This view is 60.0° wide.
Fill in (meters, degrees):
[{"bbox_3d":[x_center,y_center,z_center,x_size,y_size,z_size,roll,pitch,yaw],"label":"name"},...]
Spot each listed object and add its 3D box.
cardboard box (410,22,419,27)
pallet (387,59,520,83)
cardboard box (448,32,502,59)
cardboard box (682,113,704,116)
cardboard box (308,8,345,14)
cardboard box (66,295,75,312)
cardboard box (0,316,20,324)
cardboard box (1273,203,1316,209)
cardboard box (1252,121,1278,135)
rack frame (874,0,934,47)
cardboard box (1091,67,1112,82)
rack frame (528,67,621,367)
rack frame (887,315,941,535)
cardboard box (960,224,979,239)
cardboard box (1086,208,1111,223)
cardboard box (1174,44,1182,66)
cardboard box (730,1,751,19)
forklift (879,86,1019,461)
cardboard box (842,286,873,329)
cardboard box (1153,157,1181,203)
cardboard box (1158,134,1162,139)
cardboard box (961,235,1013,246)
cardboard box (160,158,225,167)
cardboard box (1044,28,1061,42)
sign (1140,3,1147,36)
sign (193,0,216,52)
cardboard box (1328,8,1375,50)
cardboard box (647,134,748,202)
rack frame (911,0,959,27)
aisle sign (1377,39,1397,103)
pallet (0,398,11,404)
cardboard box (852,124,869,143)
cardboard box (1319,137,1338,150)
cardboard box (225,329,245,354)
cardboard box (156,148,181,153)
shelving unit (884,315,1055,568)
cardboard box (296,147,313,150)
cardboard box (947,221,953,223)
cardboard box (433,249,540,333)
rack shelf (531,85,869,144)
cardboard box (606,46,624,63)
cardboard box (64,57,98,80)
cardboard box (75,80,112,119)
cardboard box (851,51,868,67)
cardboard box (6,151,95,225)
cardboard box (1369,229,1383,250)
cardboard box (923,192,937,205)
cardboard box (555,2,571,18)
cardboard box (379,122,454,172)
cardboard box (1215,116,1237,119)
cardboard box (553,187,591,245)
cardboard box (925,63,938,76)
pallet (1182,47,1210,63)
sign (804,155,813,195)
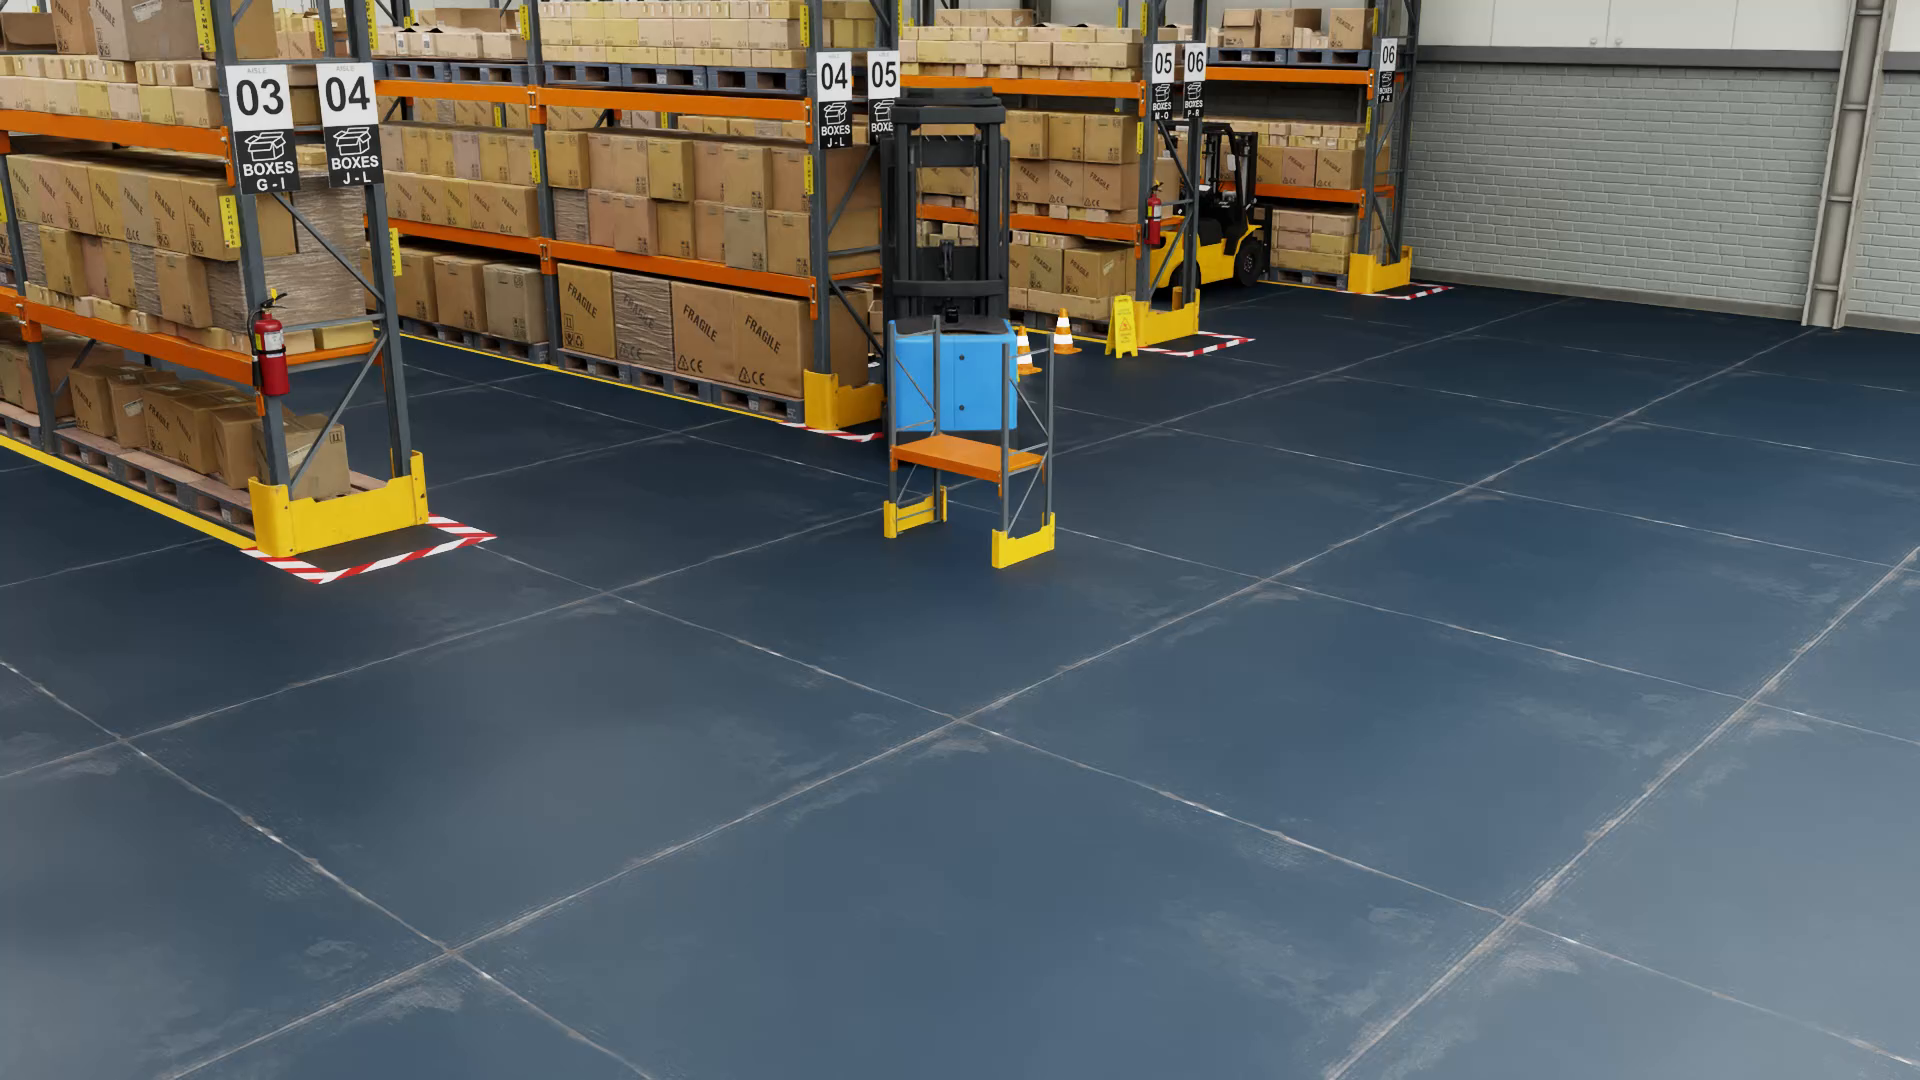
[{"bbox_3d":[-8.581,-8.231,26.916,0.500,0.311,0.500,16,23,40],"label":"cardboard box"},{"bbox_3d":[-5.539,-5.159,18.263,1.213,0.211,1.003,16,24,42],"label":"pallet"},{"bbox_3d":[-4.972,-5.162,17.348,0.500,0.250,0.500,15,23,39],"label":"cardboard box"},{"bbox_3d":[-3.891,-5.980,23.676,0.500,0.500,0.500,14,22,37],"label":"cardboard box"},{"bbox_3d":[-7.616,-6.292,20.091,0.258,0.266,0.396,15,23,39],"label":"cardboard box"},{"bbox_3d":[-6.732,-1.880,12.991,0.250,0.149,0.380,15,23,39],"label":"cardboard box"},{"bbox_3d":[-9.324,-1.839,15.852,0.500,0.500,0.700,13,22,35],"label":"cardboard box"},{"bbox_3d":[4.615,-4.526,23.114,0.500,0.250,0.500,15,23,39],"label":"cardboard box"},{"bbox_3d":[4.163,-5.575,22.490,0.250,0.149,0.380,16,23,40],"label":"cardboard box"},{"bbox_3d":[-0.692,-7.357,19.918,0.127,3.000,1.000,15,23,39],"label":"rack frame"},{"bbox_3d":[1.639,-5.056,18.040,0.250,0.149,0.380,15,23,40],"label":"cardboard box"},{"bbox_3d":[-3.902,-3.358,17.233,0.127,3.000,1.000,15,23,39],"label":"rack frame"},{"bbox_3d":[-0.316,-0.800,11.652,0.032,1.500,0.500,15,23,39],"label":"rack frame"},{"bbox_3d":[0.212,-3.680,19.787,0.250,0.149,0.380,17,24,42],"label":"cardboard box"},{"bbox_3d":[1.615,-3.627,18.498,0.250,0.149,0.380,15,23,39],"label":"cardboard box"},{"bbox_3d":[2.100,-5.356,18.327,0.500,0.250,0.500,15,23,38],"label":"cardboard box"},{"bbox_3d":[-1.765,-4.585,14.380,0.250,0.149,0.380,16,23,40],"label":"cardboard box"},{"bbox_3d":[-0.140,-2.431,14.427,1.130,2.935,3.031,-1,18,-4],"label":"forklift"},{"bbox_3d":[-1.400,-2.535,18.544,0.503,0.637,0.797,15,23,39],"label":"cardboard box"},{"bbox_3d":[2.129,-4.042,18.732,0.500,0.500,0.500,15,23,38],"label":"cardboard box"},{"bbox_3d":[2.858,-5.803,23.701,0.250,0.149,0.380,16,23,41],"label":"cardboard box"},{"bbox_3d":[0.365,-3.356,19.839,0.500,0.500,0.500,17,24,42],"label":"cardboard box"},{"bbox_3d":[-5.631,-2.592,12.510,0.500,0.500,0.500,15,23,39],"label":"cardboard box"},{"bbox_3d":[1.146,-5.607,18.458,0.250,0.149,0.380,15,23,39],"label":"cardboard box"},{"bbox_3d":[1.916,-5.425,17.324,0.005,0.325,0.100,15,23,39],"label":"sign"},{"bbox_3d":[-4.662,-3.183,10.259,0.005,0.325,0.100,15,23,39],"label":"sign"},{"bbox_3d":[5.099,-6.577,21.395,0.500,0.500,0.500,16,24,41],"label":"cardboard box"},{"bbox_3d":[-2.446,-3.534,15.754,0.500,0.550,0.875,15,23,39],"label":"cardboard box"},{"bbox_3d":[-0.392,-9.284,25.990,0.127,3.000,1.000,15,23,39],"label":"rack frame"},{"bbox_3d":[5.446,-5.978,21.192,0.004,0.787,0.394,15,23,39],"label":"aisle sign"},{"bbox_3d":[-8.770,-1.328,15.446,1.213,0.211,1.003,15,23,39],"label":"pallet"},{"bbox_3d":[-1.190,-4.928,20.831,0.500,0.500,0.500,15,23,38],"label":"cardboard box"},{"bbox_3d":[4.935,-5.226,21.883,0.250,0.149,0.380,16,23,40],"label":"cardboard box"},{"bbox_3d":[-4.815,-1.394,11.460,0.250,0.149,0.380,15,23,39],"label":"cardboard box"},{"bbox_3d":[-10.435,-5.187,22.339,0.500,0.500,0.500,15,23,39],"label":"cardboard box"},{"bbox_3d":[0.057,-0.700,11.337,1.083,1.500,0.587,15,23,39],"label":"shelving unit"},{"bbox_3d":[-7.947,-4.623,19.957,0.250,0.149,0.380,16,24,41],"label":"cardboard box"},{"bbox_3d":[0.065,-5.365,26.789,0.625,0.625,0.875,16,24,41],"label":"cardboard box"},{"bbox_3d":[-5.145,-2.784,18.451,0.750,0.750,1.050,15,23,39],"label":"cardboard box"},{"bbox_3d":[-2.406,-4.043,15.623,4.000,0.370,1.077,15,23,39],"label":"rack shelf"},{"bbox_3d":[-3.093,-4.562,15.623,0.250,0.149,0.380,15,23,38],"label":"cardboard box"},{"bbox_3d":[-6.231,-3.416,12.046,0.250,0.149,0.380,14,23,38],"label":"cardboard box"},{"bbox_3d":[-5.940,-3.154,11.882,0.500,0.250,0.500,15,23,38],"label":"cardboard box"},{"bbox_3d":[-0.954,-4.254,14.653,0.250,0.149,0.380,15,23,40],"label":"cardboard box"},{"bbox_3d":[-7.102,-2.774,13.084,0.500,0.500,0.500,15,23,39],"label":"cardboard box"},{"bbox_3d":[5.378,-4.088,22.558,0.500,0.250,0.500,16,23,40],"label":"cardboard box"},{"bbox_3d":[-0.227,-4.157,20.166,0.250,0.149,0.380,15,23,39],"label":"cardboard box"},{"bbox_3d":[-3.664,-5.095,15.984,0.250,0.149,0.380,15,23,39],"label":"cardboard box"},{"bbox_3d":[-6.186,-4.491,18.987,0.500,0.500,0.700,15,23,38],"label":"cardboard box"},{"bbox_3d":[3.816,-5.922,23.584,0.250,0.149,0.380,15,23,38],"label":"cardboard box"},{"bbox_3d":[-3.618,-3.358,16.985,0.550,0.550,0.875,15,23,39],"label":"cardboard box"},{"bbox_3d":[-0.204,-5.600,19.754,0.250,0.149,0.380,15,23,39],"label":"cardboard box"},{"bbox_3d":[3.255,-6.844,23.405,1.213,0.211,1.003,15,23,39],"label":"pallet"},{"bbox_3d":[-1.281,-3.099,14.113,0.005,0.325,0.100,15,23,39],"label":"sign"}]
